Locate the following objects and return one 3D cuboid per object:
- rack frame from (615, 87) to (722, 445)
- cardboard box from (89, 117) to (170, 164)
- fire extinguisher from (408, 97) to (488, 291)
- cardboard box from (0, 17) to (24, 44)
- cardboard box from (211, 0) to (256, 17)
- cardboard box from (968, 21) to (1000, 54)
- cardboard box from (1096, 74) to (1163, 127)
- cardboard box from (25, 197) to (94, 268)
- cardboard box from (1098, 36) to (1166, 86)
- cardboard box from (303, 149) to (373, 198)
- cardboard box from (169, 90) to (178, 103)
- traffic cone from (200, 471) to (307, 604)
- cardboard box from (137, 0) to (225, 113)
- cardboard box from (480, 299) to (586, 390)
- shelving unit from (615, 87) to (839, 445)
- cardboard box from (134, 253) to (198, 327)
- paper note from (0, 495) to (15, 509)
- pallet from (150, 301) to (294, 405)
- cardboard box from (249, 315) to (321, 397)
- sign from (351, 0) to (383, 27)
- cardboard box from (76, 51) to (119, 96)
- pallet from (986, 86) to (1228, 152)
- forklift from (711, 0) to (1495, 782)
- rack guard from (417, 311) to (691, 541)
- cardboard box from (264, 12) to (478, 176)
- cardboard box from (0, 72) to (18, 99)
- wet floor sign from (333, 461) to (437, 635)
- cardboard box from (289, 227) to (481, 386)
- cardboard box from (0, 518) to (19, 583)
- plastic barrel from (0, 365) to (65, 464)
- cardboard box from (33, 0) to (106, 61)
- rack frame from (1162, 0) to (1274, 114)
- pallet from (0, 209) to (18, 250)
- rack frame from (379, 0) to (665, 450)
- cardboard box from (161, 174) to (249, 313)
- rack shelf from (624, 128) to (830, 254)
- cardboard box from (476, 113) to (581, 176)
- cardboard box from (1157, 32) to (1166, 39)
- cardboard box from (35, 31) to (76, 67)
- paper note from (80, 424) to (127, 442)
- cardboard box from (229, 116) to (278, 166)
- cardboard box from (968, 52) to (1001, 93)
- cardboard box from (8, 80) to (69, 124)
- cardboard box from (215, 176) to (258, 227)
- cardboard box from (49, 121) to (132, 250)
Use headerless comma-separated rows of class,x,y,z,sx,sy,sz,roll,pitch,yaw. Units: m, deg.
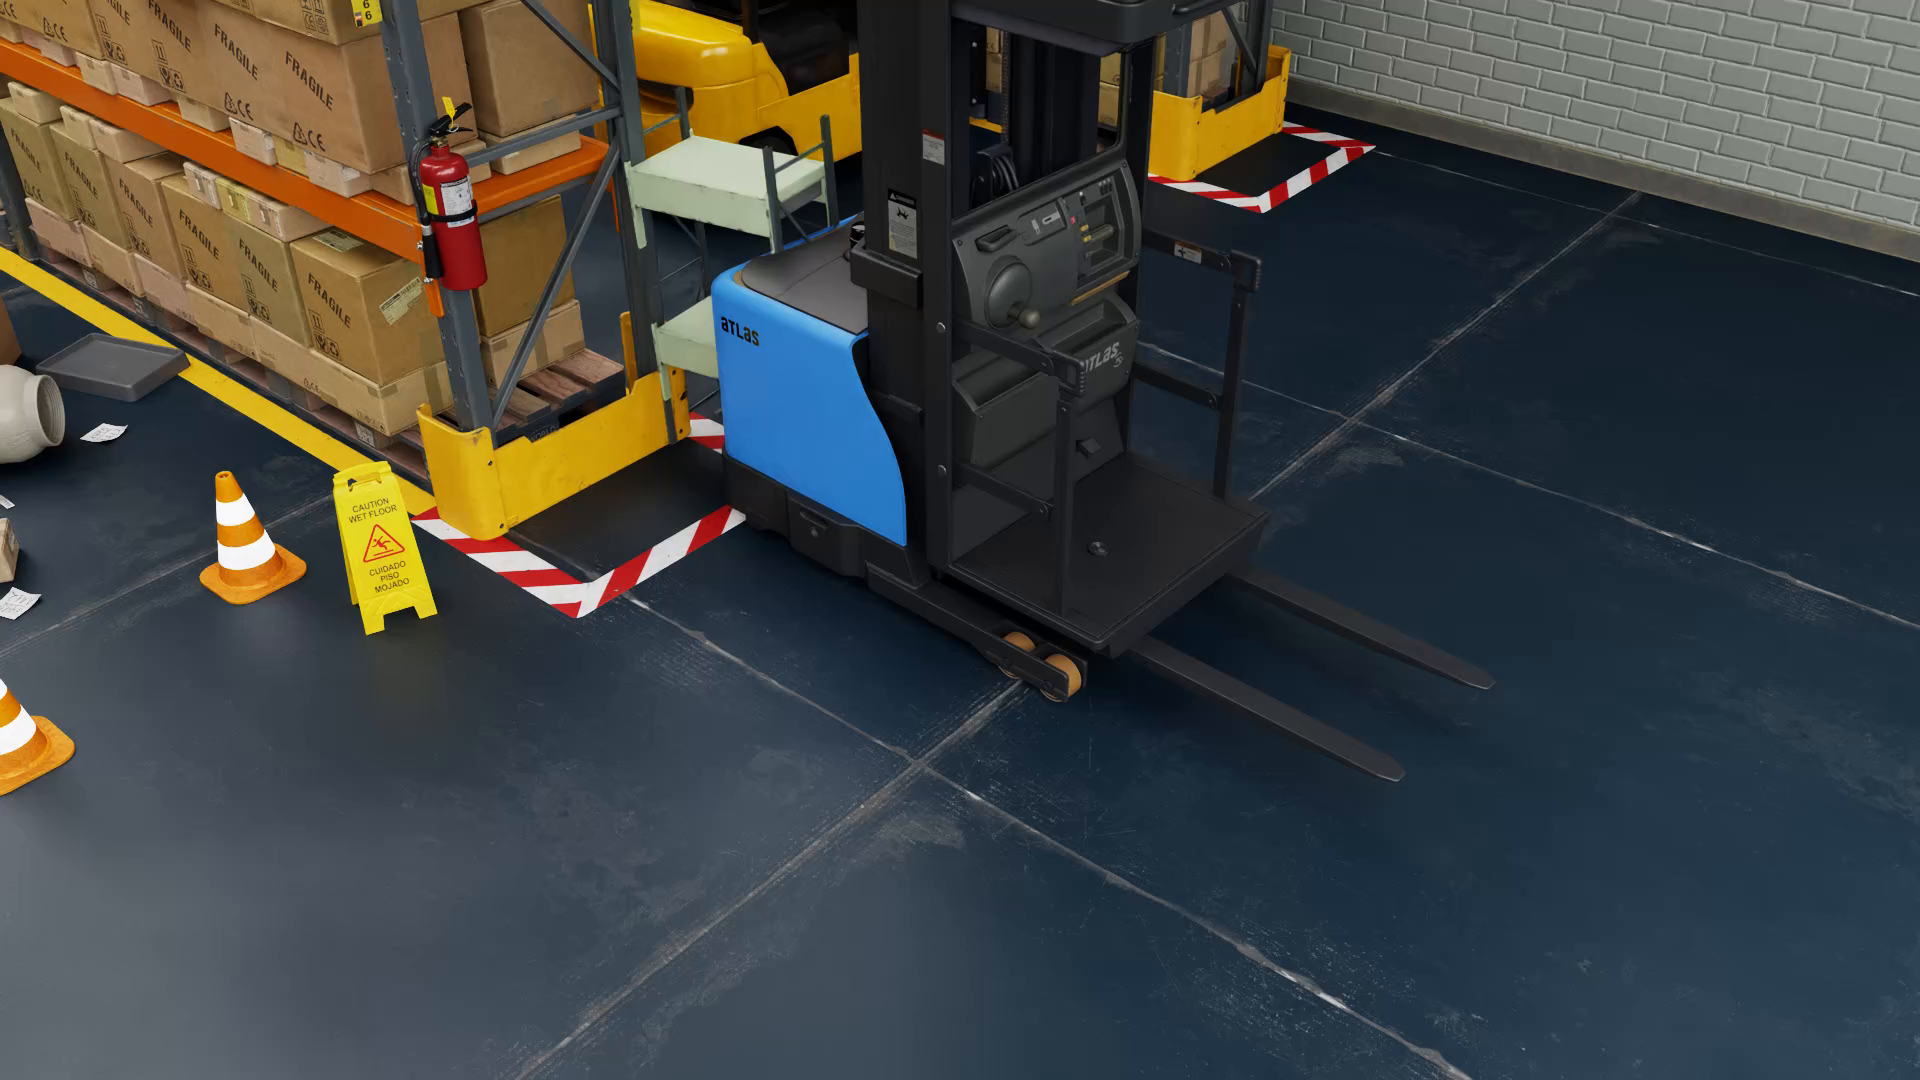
rack frame,-1.208,-1.133,7.083,0.023,1.500,0.400,18,40,27
cardboard box,-3.758,-1.888,7.672,0.250,0.149,0.380,28,43,34
fire extinguisher,-1.834,-1.234,5.965,0.183,0.674,0.296,25,42,32
cardboard box,-4.437,-2.530,8.006,0.250,0.149,0.380,27,43,33
cardboard box,-2.543,-2.360,6.302,0.500,0.500,0.700,26,42,32
cardboard box,0.183,-3.318,10.549,0.500,0.250,0.500,24,41,31
cardboard box,0.983,-2.741,10.149,0.500,0.250,0.500,26,42,32
cardboard box,-4.420,-1.665,8.582,0.500,0.250,0.500,23,41,30
cardboard box,0.972,-2.954,10.018,0.500,0.250,0.500,25,41,31
cardboard box,-2.317,-1.490,6.491,0.250,0.149,0.380,25,42,31
cardboard box,-3.213,-2.008,7.247,0.250,0.149,0.380,25,42,32
traffic cone,-2.783,-0.056,6.423,0.334,0.463,0.336,25,42,32
cardboard box,-2.984,-2.114,6.828,0.500,0.500,0.500,25,42,32
cardboard box,-2.070,-0.960,7.555,0.500,0.250,0.500,25,42,31
shelving unit,-0.898,-1.034,6.915,0.755,1.500,0.431,18,40,27
cardboard box,-3.593,-1.285,8.030,0.500,0.250,0.500,25,41,31
paper note,-4.008,-0.160,6.974,0.123,0.001,0.032,25,42,32
pallet,-3.220,-1.137,8.219,1.213,0.211,1.003,25,42,32
cardboard box,-2.813,-0.914,7.489,0.500,0.250,0.500,25,42,32
sign,-1.997,-1.881,5.537,0.005,0.325,0.100,25,42,32
cardboard box,-3.687,-2.132,7.426,0.250,0.149,0.380,25,42,32
pallet,0.932,-2.778,10.608,1.213,0.211,1.003,25,42,32
forklift,0.470,-0.972,5.576,3.031,2.935,1.130,27,43,33
rack guard,-1.685,-0.504,7.043,0.348,0.500,1.175,25,42,32
cardboard box,-2.220,-1.748,6.294,0.500,0.500,0.500,24,41,31
cardboard box,-5.660,-2.494,9.682,0.625,0.372,0.950,28,43,34
wet floor sign,-2.166,-0.003,6.184,0.267,0.644,0.232,-18,38,-25
cardboard box,-2.409,-1.033,7.000,0.500,0.500,0.500,26,42,32
cardboard box,-3.926,0.072,6.514,0.380,0.149,0.250,-12,36,-17
plastic barrel,-4.183,-0.535,7.155,0.512,0.421,0.421,-6,35,-8
cardboard box,-3.763,-2.480,7.361,0.500,0.500,0.500,25,42,31
rack frame,1.546,-3.668,9.442,0.127,3.000,1.000,25,42,32
pallet,-5.300,-2.088,9.604,1.213,0.211,1.003,25,42,32
rack frame,-1.627,-1.507,6.295,0.127,3.000,1.000,25,42,32
cardboard box,-3.196,-1.406,7.544,0.500,0.500,0.500,24,41,31
rack shelf,-0.916,-1.355,6.694,0.720,0.370,0.431,18,40,27
cardboard box,-1.756,-1.617,6.677,0.250,0.149,0.380,25,42,32
cardboard box,0.993,-3.151,9.864,0.500,0.250,0.500,27,43,33
cardboard box,-4.045,-2.342,7.733,0.250,0.149,0.380,27,43,33
paper note,-3.821,-0.482,7.425,0.148,0.019,0.142,12,36,16
cardboard box,-2.717,-1.672,6.757,0.250,0.149,0.380,26,42,33
cardboard box,0.228,-3.110,10.687,0.500,0.250,0.500,26,42,32
cardboard box,-4.363,-2.170,8.082,0.250,0.149,0.380,26,42,32
cardboard box,-2.926,-1.496,7.102,0.250,0.149,0.380,26,42,33
cardboard box,-4.001,-1.785,8.095,0.500,0.500,0.500,27,43,34
